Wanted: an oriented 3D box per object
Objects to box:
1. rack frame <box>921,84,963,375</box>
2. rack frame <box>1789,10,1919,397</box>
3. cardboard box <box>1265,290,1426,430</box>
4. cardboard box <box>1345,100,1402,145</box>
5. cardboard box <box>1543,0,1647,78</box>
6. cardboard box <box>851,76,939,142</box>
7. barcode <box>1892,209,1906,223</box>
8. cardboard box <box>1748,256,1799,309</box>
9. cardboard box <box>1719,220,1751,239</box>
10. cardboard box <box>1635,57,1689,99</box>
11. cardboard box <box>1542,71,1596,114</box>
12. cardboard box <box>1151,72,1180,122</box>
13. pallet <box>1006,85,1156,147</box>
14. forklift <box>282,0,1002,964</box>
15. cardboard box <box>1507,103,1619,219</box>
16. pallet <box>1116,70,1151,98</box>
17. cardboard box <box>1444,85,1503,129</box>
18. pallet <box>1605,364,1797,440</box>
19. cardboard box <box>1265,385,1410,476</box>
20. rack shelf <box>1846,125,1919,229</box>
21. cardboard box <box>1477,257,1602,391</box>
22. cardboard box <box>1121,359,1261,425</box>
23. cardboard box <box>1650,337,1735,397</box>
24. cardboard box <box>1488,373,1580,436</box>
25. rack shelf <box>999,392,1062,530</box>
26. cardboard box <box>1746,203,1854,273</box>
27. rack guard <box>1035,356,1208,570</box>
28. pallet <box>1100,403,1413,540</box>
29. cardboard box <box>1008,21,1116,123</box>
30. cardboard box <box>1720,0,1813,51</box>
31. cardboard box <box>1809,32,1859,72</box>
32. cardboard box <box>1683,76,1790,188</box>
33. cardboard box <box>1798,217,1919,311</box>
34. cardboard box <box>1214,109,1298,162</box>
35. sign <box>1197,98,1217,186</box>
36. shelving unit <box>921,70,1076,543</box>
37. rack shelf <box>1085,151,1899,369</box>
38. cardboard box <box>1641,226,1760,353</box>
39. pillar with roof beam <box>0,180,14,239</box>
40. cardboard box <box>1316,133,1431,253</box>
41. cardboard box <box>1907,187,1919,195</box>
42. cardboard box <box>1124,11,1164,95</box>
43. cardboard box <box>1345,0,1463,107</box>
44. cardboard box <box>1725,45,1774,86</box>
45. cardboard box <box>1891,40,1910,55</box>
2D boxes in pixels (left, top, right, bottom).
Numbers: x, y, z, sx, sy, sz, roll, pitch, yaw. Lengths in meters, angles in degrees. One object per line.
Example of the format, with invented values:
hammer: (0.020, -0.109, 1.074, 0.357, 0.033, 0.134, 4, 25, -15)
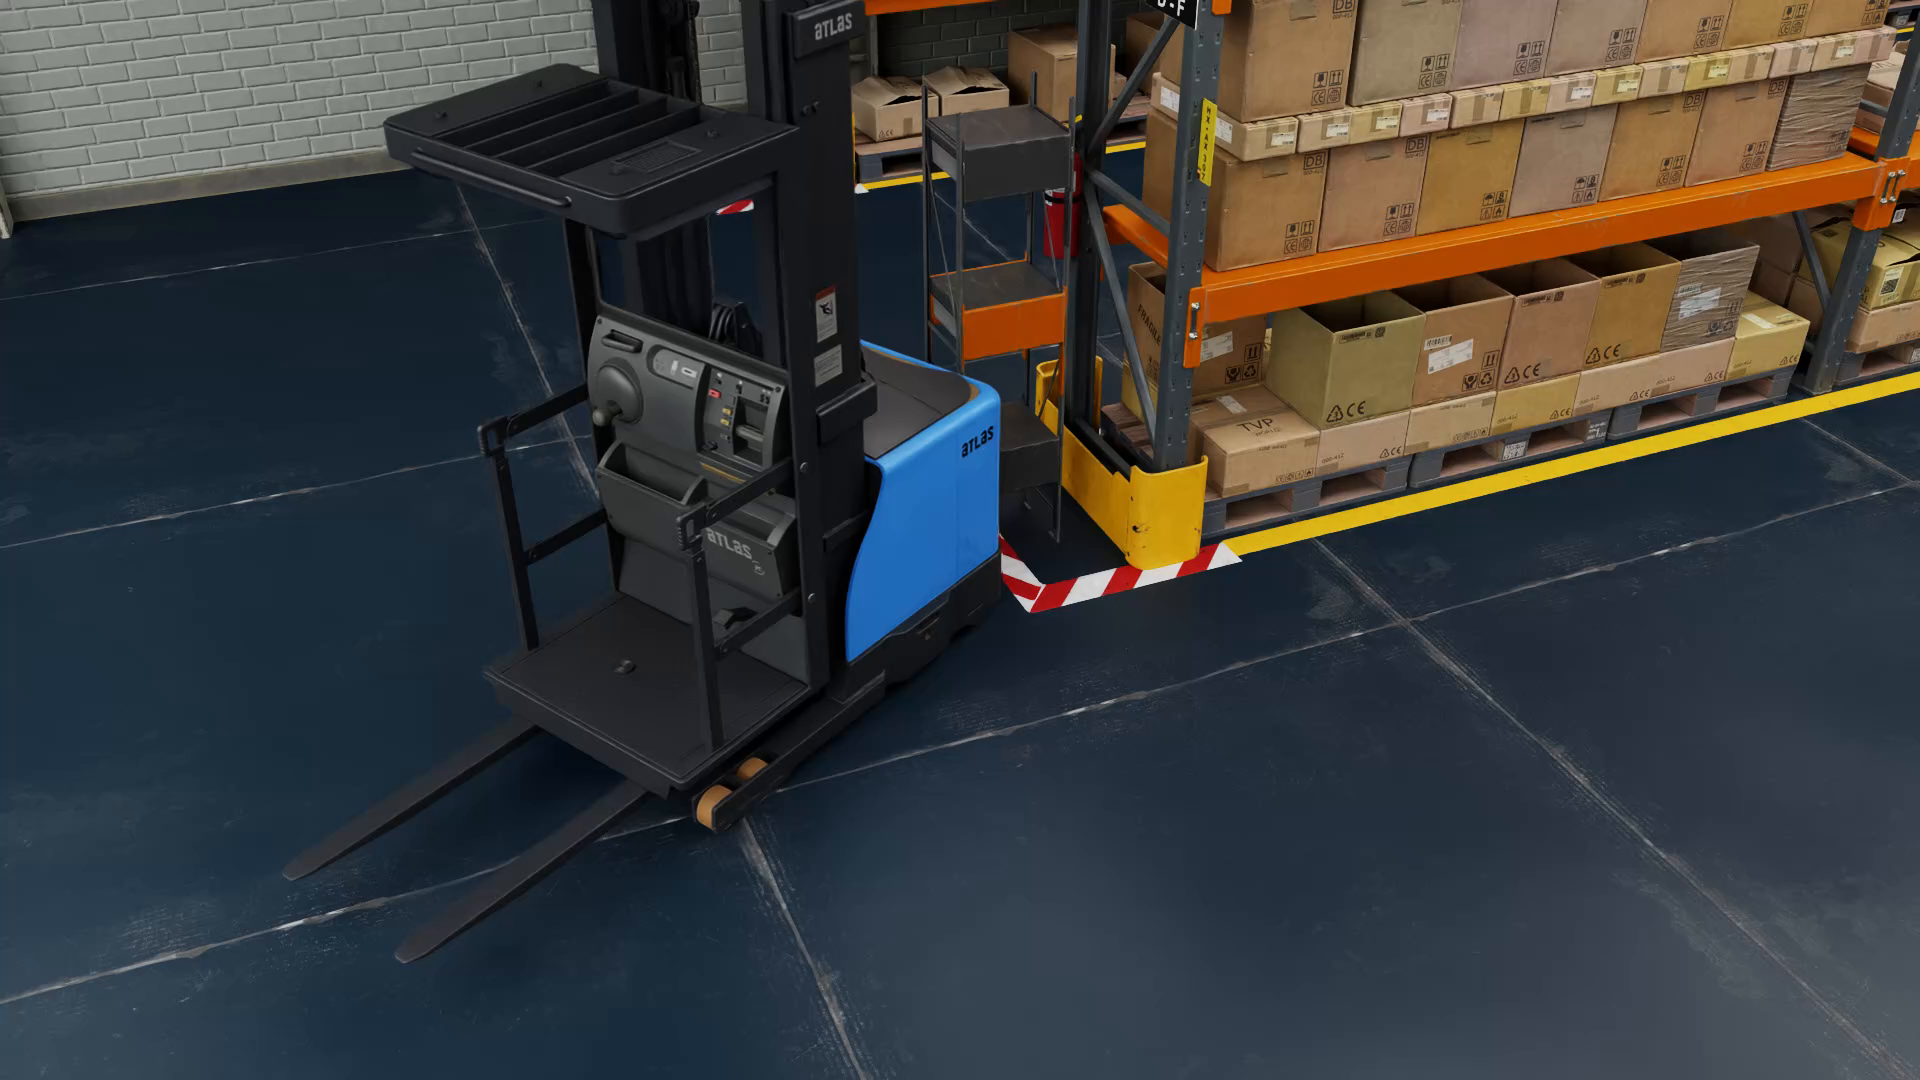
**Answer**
rack frame: (-0.072, -0.864, 7.152, 0.015, 2.100, 0.400, -13, 35, -19)
rack frame: (4.449, -2.290, 8.519, 0.127, 3.000, 1.000, -13, 35, -19)
cardboard box: (1.801, -0.891, 7.817, 0.500, 0.500, 0.500, -13, 35, -19)
cardboard box: (1.679, -1.843, 7.145, 0.250, 0.149, 0.380, -13, 35, -19)
cardboard box: (2.654, -2.461, 7.500, 0.500, 0.500, 0.700, -13, 35, -19)
cardboard box: (-0.488, -3.093, 11.816, 0.500, 0.311, 0.500, -17, 37, -24)
barcode: (4.845, -1.673, 8.579, 0.075, 0.075, 0.001, -13, 35, -19)
cardboard box: (4.719, -1.546, 9.512, 0.500, 0.250, 0.500, -13, 35, -19)
cardboard box: (3.900, -1.687, 9.041, 0.500, 0.500, 0.500, -13, 35, -19)
cardboard box: (3.110, -2.171, 7.650, 0.250, 0.149, 0.380, -12, 35, -18)
cardboard box: (2.623, -2.058, 7.475, 0.250, 0.149, 0.380, -13, 35, -18)
cardboard box: (1.039, -1.935, 7.288, 0.250, 0.149, 0.380, -13, 35, -20)
pallet: (0.795, -3.192, 12.462, 1.213, 0.211, 1.003, -13, 35, -19)
forklift: (-1.111, -0.464, 5.776, 1.130, 2.935, 3.031, 22, 39, 30)
cardboard box: (2.622, -1.907, 7.839, 0.500, 0.500, 0.700, -12, 35, -18)
pallet: (1.922, -3.451, 12.861, 1.213, 0.211, 1.003, -13, 35, -19)
cardboard box: (2.157, -1.952, 7.314, 0.250, 0.149, 0.380, -14, 36, -21)
pallet: (3.699, -0.974, 9.053, 1.213, 0.211, 1.003, -13, 35, -19)
cardboard box: (1.801, -0.577, 8.023, 0.500, 0.250, 0.500, -13, 35, -19)
rack shelf: (6.293, -2.410, 9.364, 4.000, 0.370, 1.077, -13, 35, -19)
cardboard box: (2.725, -1.100, 8.138, 0.500, 0.500, 0.500, -13, 35, -19)
cardboard box: (1.141, -0.730, 8.258, 0.500, 0.250, 0.500, -13, 35, -19)
cardboard box: (3.641, -1.005, 8.680, 0.500, 0.250, 0.500, -13, 35, -19)
cardboard box: (2.725, -0.786, 8.343, 0.500, 0.250, 0.500, -13, 35, -19)
rack shelf: (0.153, -0.317, 7.620, 0.480, 0.518, 0.431, -13, 35, -19)
cardboard box: (4.711, -1.778, 9.354, 0.500, 0.311, 0.500, -13, 35, -19)
rack guard: (0.738, -0.392, 7.894, 0.348, 0.500, 1.175, -13, 35, -19)
pallet: (1.450, -0.459, 8.262, 1.213, 0.211, 1.003, -13, 35, -19)
cardboard box: (0.734, -3.423, 12.149, 0.500, 0.500, 0.700, -15, 36, -22)
cardboard box: (3.577, -2.671, 7.824, 0.500, 0.500, 0.700, -13, 35, -19)
cardboard box: (4.052, -2.387, 7.982, 0.250, 0.149, 0.380, -14, 35, -20)
cardboard box: (3.558, -2.120, 8.166, 0.500, 0.500, 0.700, -13, 35, -19)
cardboard box: (4.926, -1.510, 8.943, 0.500, 0.311, 0.500, -13, 35, -19)
cardboard box: (1.206, -1.733, 6.977, 0.250, 0.149, 0.380, -13, 35, -19)
sign: (0.970, -1.561, 6.532, 0.005, 0.325, 0.100, -13, 35, -19)
shelving unit: (0.153, -0.915, 7.231, 0.503, 2.100, 0.431, -13, 35, -19)
rack shelf: (2.605, -1.566, 8.066, 4.000, 0.370, 1.077, -13, 35, -19)
cardboard box: (3.640, -1.320, 8.477, 0.500, 0.500, 0.500, -13, 35, -19)
pillar with roof beam: (-4.716, -3.601, 5.033, 0.400, 9.000, 9.100, -13, 35, -19)
cardboard box: (1.678, -1.692, 7.509, 0.500, 0.500, 0.700, -12, 35, -18)
cardboard box: (5.649, -1.995, 9.688, 0.500, 0.311, 0.500, -13, 35, -19)
cardboard box: (1.586, -3.677, 12.540, 0.500, 0.500, 0.500, -16, 36, -22)
cardboard box: (1.728, -2.248, 7.173, 0.500, 0.500, 0.700, -14, 36, -20)
cardboard box: (3.570, -2.275, 7.809, 0.250, 0.149, 0.380, -13, 35, -19)
cardboard box: (5.188, -2.511, 8.982, 0.258, 0.266, 0.396, -14, 35, -20)
